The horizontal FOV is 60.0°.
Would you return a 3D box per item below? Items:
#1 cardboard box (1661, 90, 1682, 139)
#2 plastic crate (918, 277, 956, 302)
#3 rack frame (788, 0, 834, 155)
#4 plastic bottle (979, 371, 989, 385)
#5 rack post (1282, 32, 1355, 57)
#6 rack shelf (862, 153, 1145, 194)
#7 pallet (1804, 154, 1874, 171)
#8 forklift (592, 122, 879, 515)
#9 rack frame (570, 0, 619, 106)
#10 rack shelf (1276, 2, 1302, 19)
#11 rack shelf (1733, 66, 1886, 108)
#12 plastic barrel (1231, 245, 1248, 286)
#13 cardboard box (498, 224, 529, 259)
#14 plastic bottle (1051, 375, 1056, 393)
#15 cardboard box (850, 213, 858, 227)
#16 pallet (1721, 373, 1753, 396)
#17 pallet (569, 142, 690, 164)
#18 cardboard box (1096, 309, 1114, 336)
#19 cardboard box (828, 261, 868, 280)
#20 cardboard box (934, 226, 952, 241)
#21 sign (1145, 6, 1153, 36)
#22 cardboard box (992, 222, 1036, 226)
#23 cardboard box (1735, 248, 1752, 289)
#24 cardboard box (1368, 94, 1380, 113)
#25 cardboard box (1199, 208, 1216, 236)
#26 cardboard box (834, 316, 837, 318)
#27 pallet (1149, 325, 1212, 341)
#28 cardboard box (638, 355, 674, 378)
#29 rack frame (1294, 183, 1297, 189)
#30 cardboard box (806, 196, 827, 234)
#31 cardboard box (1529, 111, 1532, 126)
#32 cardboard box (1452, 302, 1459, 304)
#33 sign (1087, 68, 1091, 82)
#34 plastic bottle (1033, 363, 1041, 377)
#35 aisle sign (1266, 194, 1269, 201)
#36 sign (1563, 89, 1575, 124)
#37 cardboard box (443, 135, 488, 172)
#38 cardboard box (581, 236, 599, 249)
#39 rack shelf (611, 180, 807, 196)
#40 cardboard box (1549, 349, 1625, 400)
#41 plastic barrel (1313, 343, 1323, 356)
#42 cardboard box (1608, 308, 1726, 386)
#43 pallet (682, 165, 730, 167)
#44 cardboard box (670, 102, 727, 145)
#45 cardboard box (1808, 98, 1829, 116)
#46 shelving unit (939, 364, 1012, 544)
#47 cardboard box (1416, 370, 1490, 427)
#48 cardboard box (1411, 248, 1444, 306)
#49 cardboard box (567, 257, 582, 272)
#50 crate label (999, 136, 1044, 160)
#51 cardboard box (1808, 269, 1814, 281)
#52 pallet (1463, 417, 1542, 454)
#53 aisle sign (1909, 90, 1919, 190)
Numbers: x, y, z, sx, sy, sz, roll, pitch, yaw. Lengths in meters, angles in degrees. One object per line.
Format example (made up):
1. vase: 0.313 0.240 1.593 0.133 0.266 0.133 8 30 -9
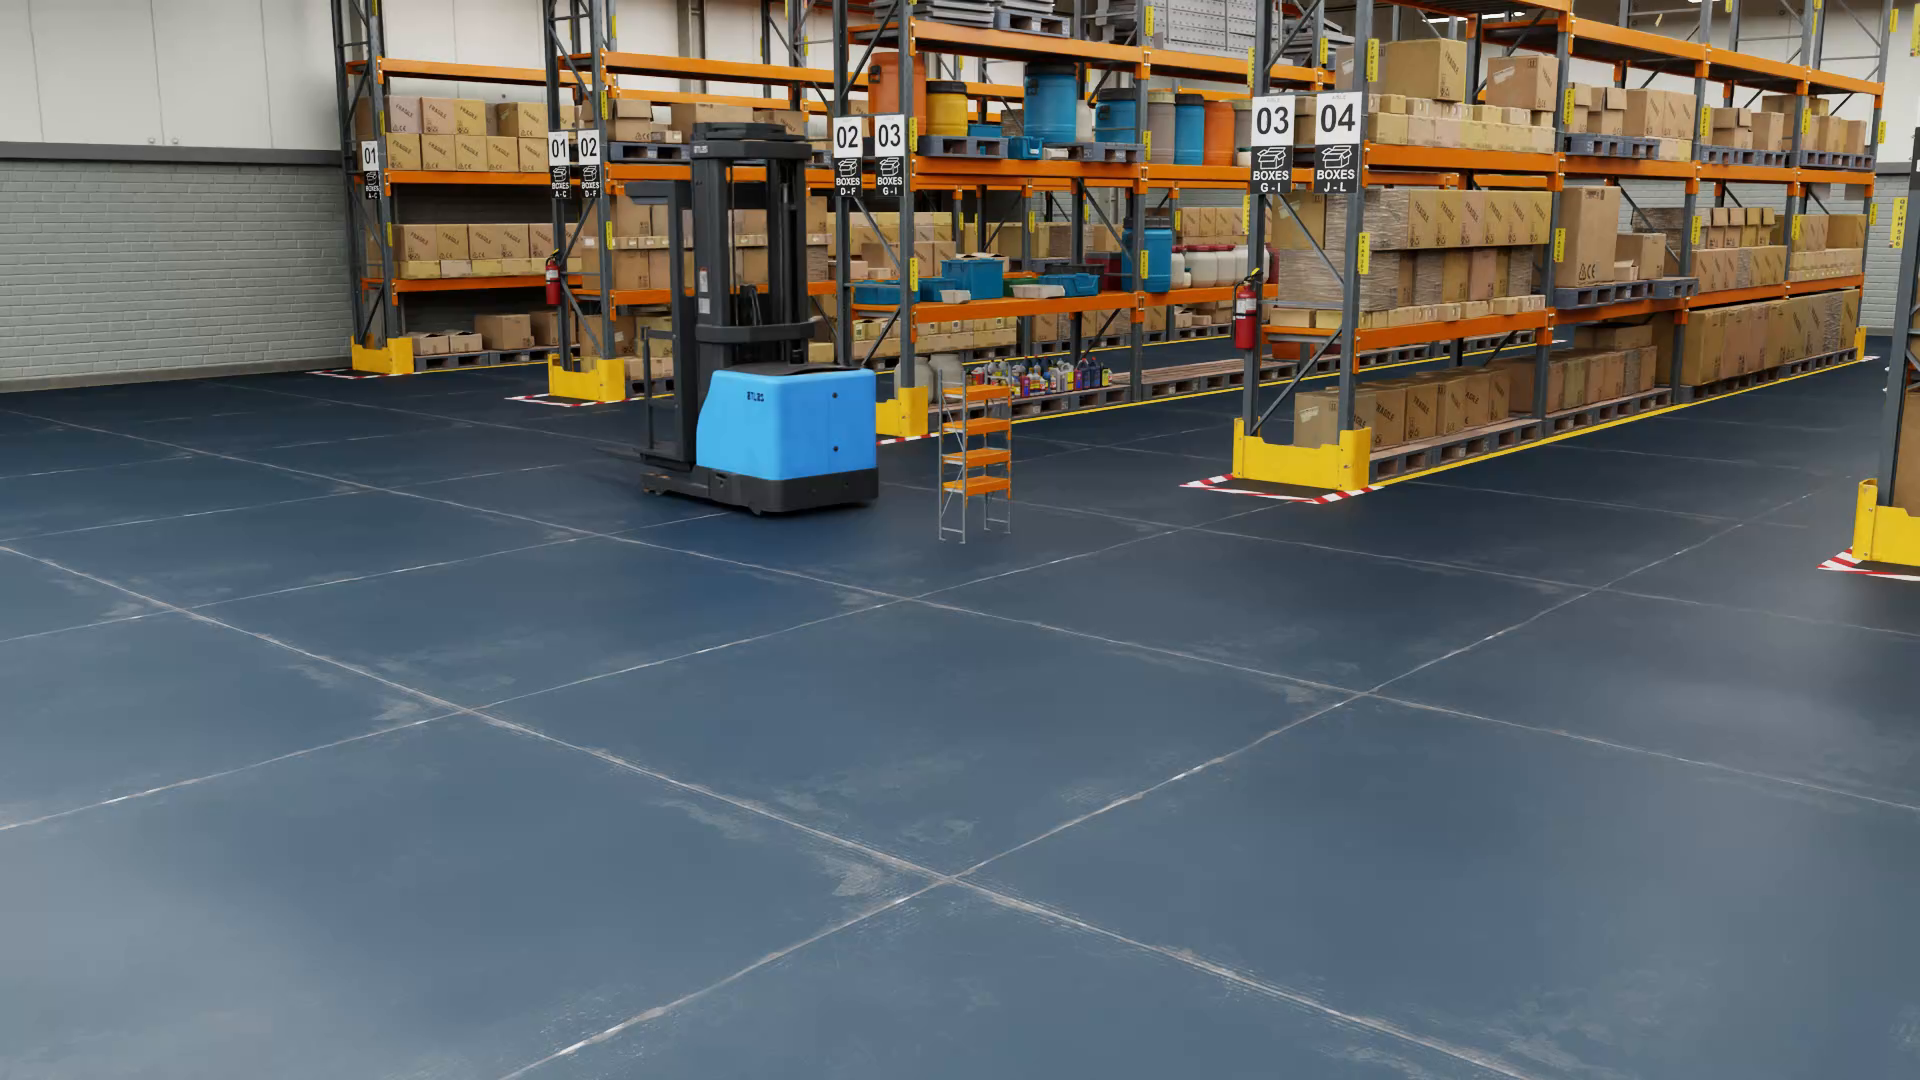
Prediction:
1. cardboard box: 7.671 -4.722 18.504 0.500 0.500 0.500 10 15 40
2. plastic crate: -0.335 -2.734 18.119 0.499 0.251 0.408 10 15 40
3. rack frame: -1.951 -6.771 22.636 1.000 3.000 0.127 10 15 40
4. plastic bottle: 0.277 -1.830 19.027 0.061 0.283 0.133 10 15 40
5. rack post: 4.855 -6.793 22.941 0.954 0.300 0.937 10 15 40
6. rack shelf: 0.447 -4.012 18.317 1.077 0.370 4.000 10 15 40
7. pallet: 12.927 -5.630 24.809 1.003 0.211 1.213 10 15 40
8. forklift: -1.989 -1.854 13.512 1.130 2.935 3.031 -10 15 -41
9. rack frame: -5.675 -7.411 25.840 1.000 3.000 0.127 10 15 40
10. rack shelf: 4.650 -9.519 29.747 1.077 0.370 4.000 10 15 40
11. rack shelf: 12.089 -6.412 23.696 1.077 0.370 4.000 10 15 40
12. plastic barrel: 3.611 -3.590 21.743 0.421 0.512 0.421 0 11 0
13. cardboard box: -6.763 -4.440 24.699 0.500 0.500 0.500 10 15 42
14. plastic bottle: 1.051 -1.779 18.983 0.097 0.201 0.097 0 11 0
15. cardboard box: -2.187 -5.742 29.823 0.500 0.250 0.500 9 15 40
16. pallet: 9.511 -2.054 21.454 1.003 0.211 1.213 10 15 40
17. pallet: -4.105 -4.769 20.496 1.003 0.211 1.213 10 15 40
18. cardboard box: 2.221 -3.666 27.665 0.500 0.500 0.500 9 14 38
19. cardboard box: -1.659 -3.833 23.629 0.500 0.250 0.500 11 16 44
20. cardboard box: -0.509 -5.750 31.776 0.500 0.500 0.500 9 15 39
21. sign: 2.173 -5.955 19.083 0.100 0.325 0.005 10 15 40
22. cardboard box: 0.935 -6.086 33.756 0.980 0.700 0.700 9 14 38
23. cardboard box: 9.659 -3.447 21.054 0.500 0.500 0.500 10 15 41
24. cardboard box: 3.203 -3.563 13.596 0.380 0.149 0.250 10 15 40
25. cardboard box: 4.192 -5.654 29.554 0.500 0.500 0.500 9 15 39
26. cardboard box: -1.561 -3.136 24.268 0.500 0.311 0.500 10 15 42
27. pallet: 3.784 -3.739 29.895 1.003 0.211 1.213 10 15 40
28. cardboard box: -3.743 -2.222 21.127 0.500 0.250 0.500 10 15 40
29. rack frame: 5.970 -5.594 32.063 1.000 3.000 0.127 10 15 40
30. cardboard box: -2.239 -4.448 22.755 0.700 0.500 0.500 10 15 41
31. cardboard box: 5.245 -4.028 15.925 0.380 0.149 0.250 10 15 41
32. cardboard box: 4.343 -2.109 15.254 0.380 0.149 0.250 10 15 40
33. sign: 2.645 -9.601 34.218 0.100 0.325 0.005 10 15 40
34. plastic bottle: 0.918 -1.964 19.727 0.097 0.271 0.097 0 11 0
35. aisle sign: 5.795 -6.917 32.048 0.394 0.787 0.004 10 15 40
36. sign: 5.900 -4.203 16.118 0.100 0.325 0.005 10 15 40
37. cardboard box: -7.186 -5.578 24.017 0.500 0.500 0.500 11 16 43
38. cardboard box: -4.483 -3.688 20.608 0.380 0.149 0.250 9 15 39
39. rack shelf: -4.355 -5.881 27.677 1.077 0.370 4.000 10 15 40
40. cardboard box: 6.975 -1.857 18.611 0.500 0.500 0.700 -11 15 -43
41. plastic barrel: 5.023 -2.931 24.008 0.421 0.512 0.421 0 11 0
42. cardboard box: 8.599 -2.399 20.416 1.225 0.875 0.875 9 14 38
43. pallet: -4.505 -6.078 27.303 1.213 0.211 1.003 10 15 40
44. cardboard box: -3.290 -5.244 20.965 0.500 0.500 0.500 10 15 40
45. cardboard box: 12.068 -6.160 23.738 0.500 0.250 0.500 9 15 39
46. shelving unit: 0.109 -0.613 11.716 0.258 1.200 0.503 10 15 40
47. cardboard box: 4.821 -1.389 16.316 0.500 0.500 0.500 -7 13 -30
48. cardboard box: 3.833 -2.388 14.996 0.875 0.500 0.500 10 15 40
49. cardboard box: -6.095 -4.224 25.533 0.500 0.250 0.500 10 15 41
50. crate label: 0.610 -4.230 17.953 0.502 0.251 0.408 10 15 40
51. cardboard box: 11.733 -3.718 23.311 0.380 0.149 0.250 9 15 39
52. pallet: 5.071 -1.077 16.563 1.003 0.211 1.213 10 15 40
53. aisle sign: 6.234 -2.606 10.464 0.394 0.787 0.004 10 15 40
